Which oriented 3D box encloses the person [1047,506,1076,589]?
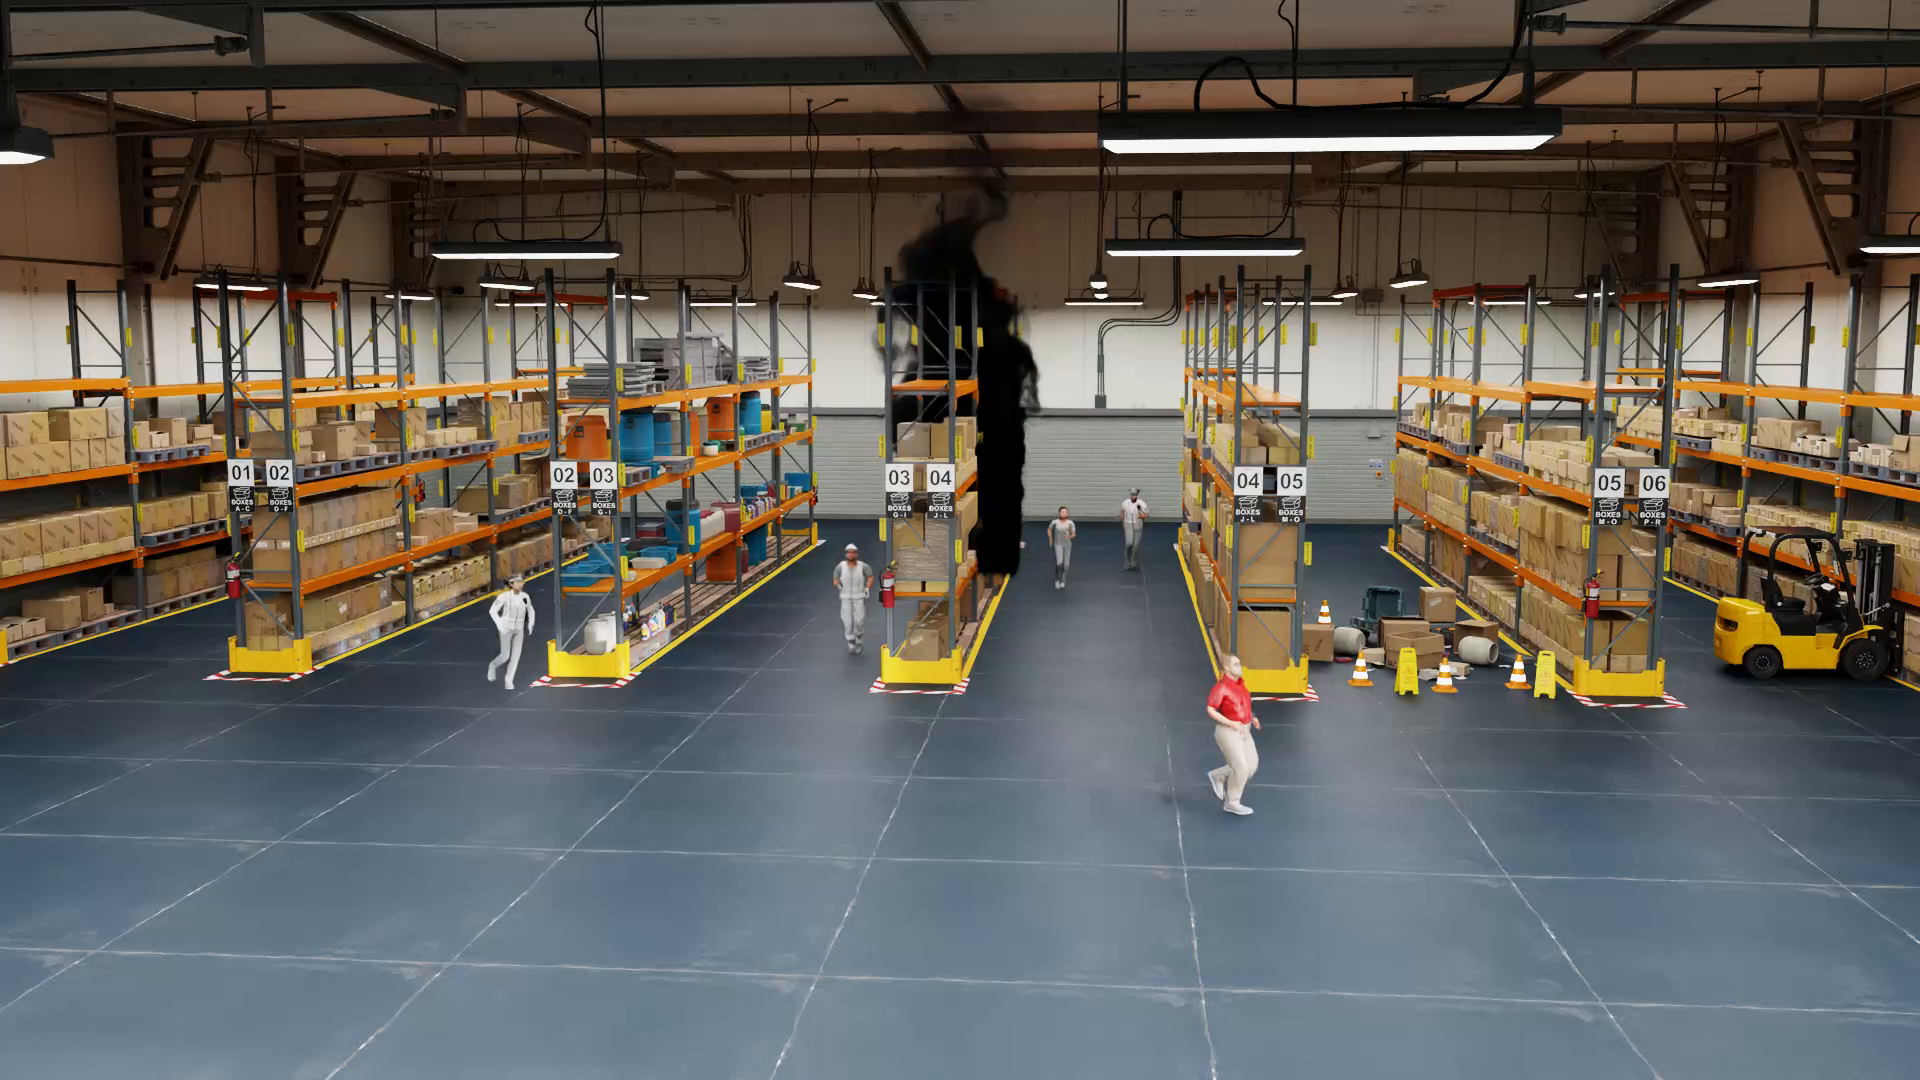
[{"bbox_3d":[2.031,0.160,33.038,0.538,1.629,0.653,-1,7,-5],"label":"person"}]

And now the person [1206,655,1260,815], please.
[{"bbox_3d":[2.867,2.042,17.583,0.607,1.672,0.661,6,9,40],"label":"person"}]

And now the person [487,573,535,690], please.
[{"bbox_3d":[-6.427,1.282,23.939,0.669,1.644,0.618,-6,9,-38],"label":"person"}]

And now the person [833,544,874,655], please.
[{"bbox_3d":[-1.683,0.946,26.120,0.639,1.756,0.600,0,7,1],"label":"person"}]

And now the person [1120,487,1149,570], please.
[{"bbox_3d":[3.780,-0.229,36.060,0.626,1.839,0.747,1,7,7],"label":"person"}]
